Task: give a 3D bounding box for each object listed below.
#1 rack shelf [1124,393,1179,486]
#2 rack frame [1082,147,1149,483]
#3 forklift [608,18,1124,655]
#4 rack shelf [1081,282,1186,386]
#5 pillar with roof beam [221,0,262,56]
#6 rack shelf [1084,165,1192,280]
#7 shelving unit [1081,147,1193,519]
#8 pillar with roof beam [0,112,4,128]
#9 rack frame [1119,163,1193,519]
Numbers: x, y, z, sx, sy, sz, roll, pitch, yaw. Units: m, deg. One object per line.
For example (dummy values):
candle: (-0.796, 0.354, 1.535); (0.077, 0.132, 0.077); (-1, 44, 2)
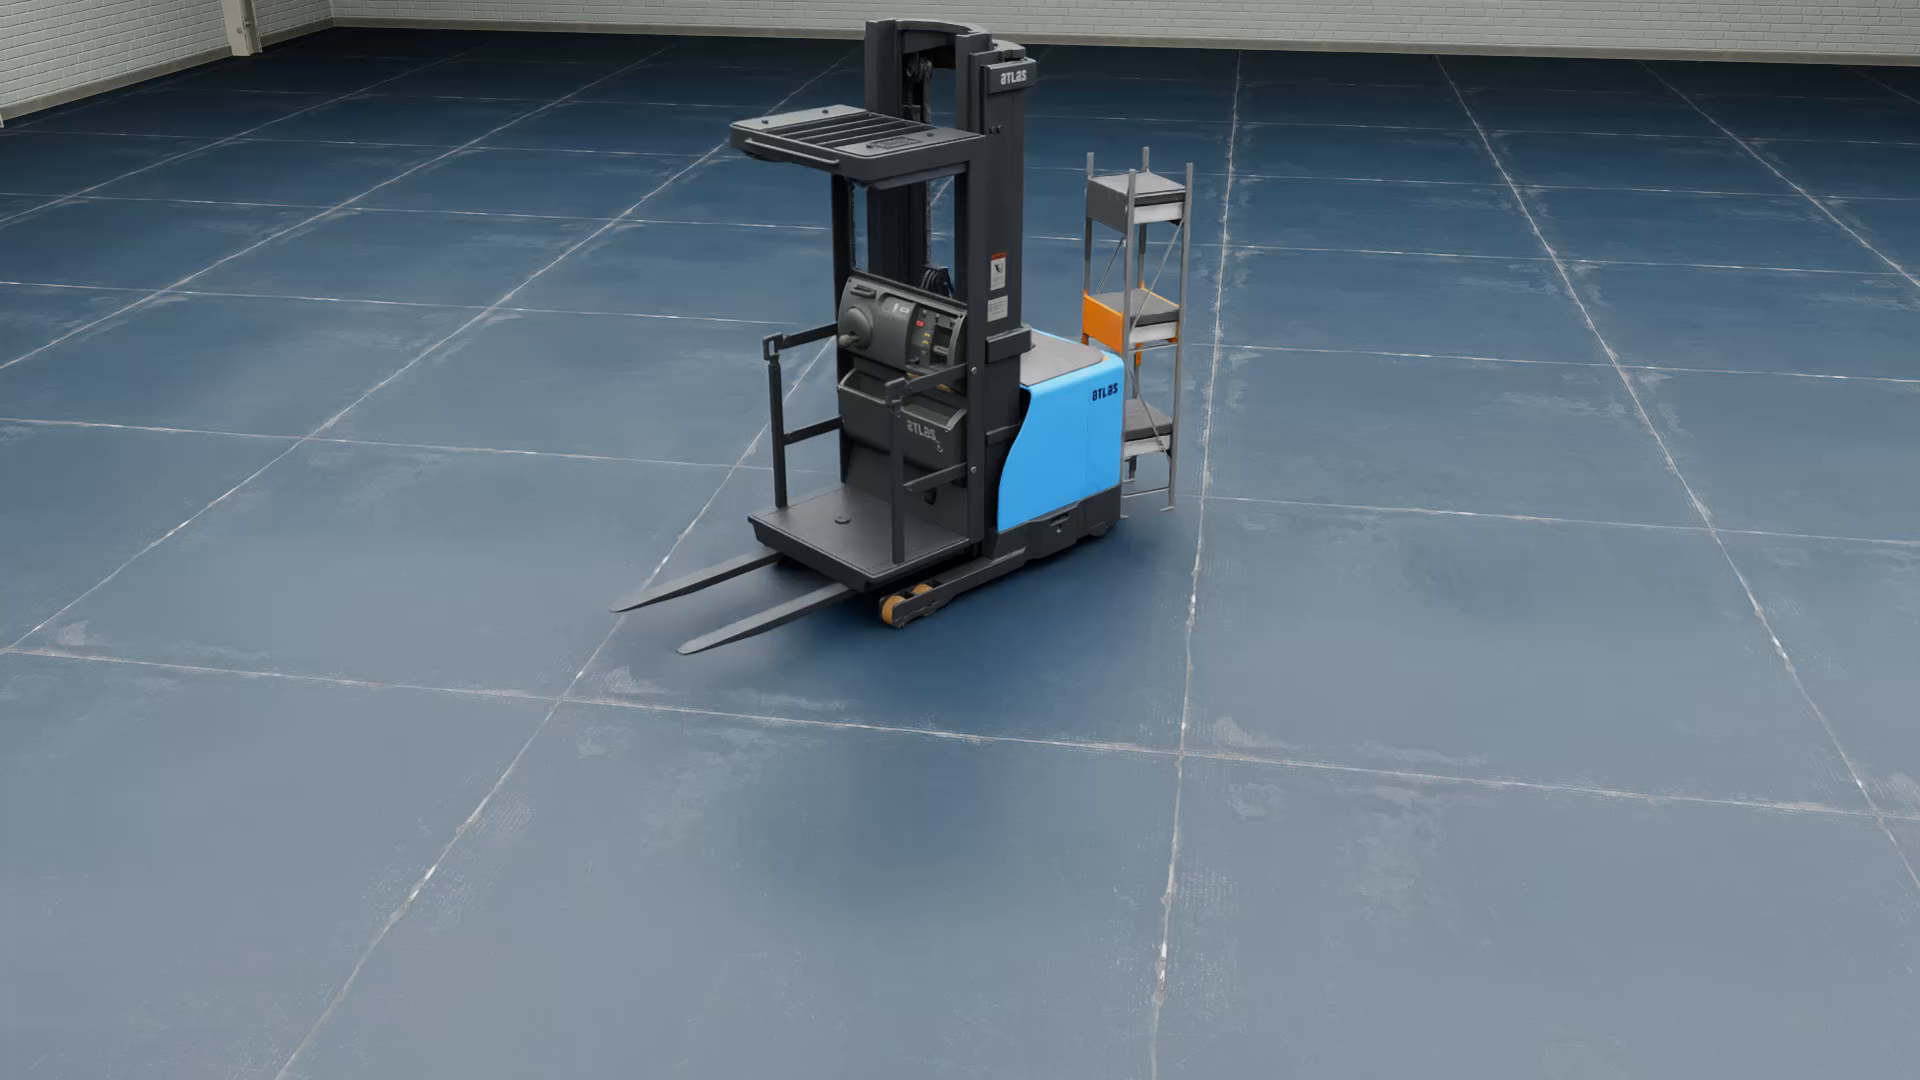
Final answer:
rack shelf: (1.021, -0.555, 10.138); (0.431, 0.518, 0.480); (-11, 27, -22)
rack frame: (0.918, -1.297, 10.043); (0.400, 2.100, 0.015); (-11, 27, -22)
forklift: (-0.467, -1.114, 8.673); (3.031, 2.935, 1.130); (-22, 33, -38)
rack shelf: (1.018, -1.192, 9.846); (0.431, 0.518, 0.480); (-11, 27, -22)
pillar with roof beam: (-6.904, -11.381, 23.450); (9.100, 9.000, 0.400); (4, 25, 9)
rack shelf: (1.016, -1.828, 9.555); (0.431, 0.518, 0.480); (-11, 27, -22)
shelving unit: (1.018, -1.204, 9.840); (0.431, 2.100, 0.503); (-11, 27, -22)
pillar with roof beam: (-7.884, -8.872, 18.089); (9.100, 9.000, 0.400); (4, 25, 9)
rack frame: (1.118, -1.112, 9.638); (0.400, 2.100, 0.015); (-11, 27, -22)
